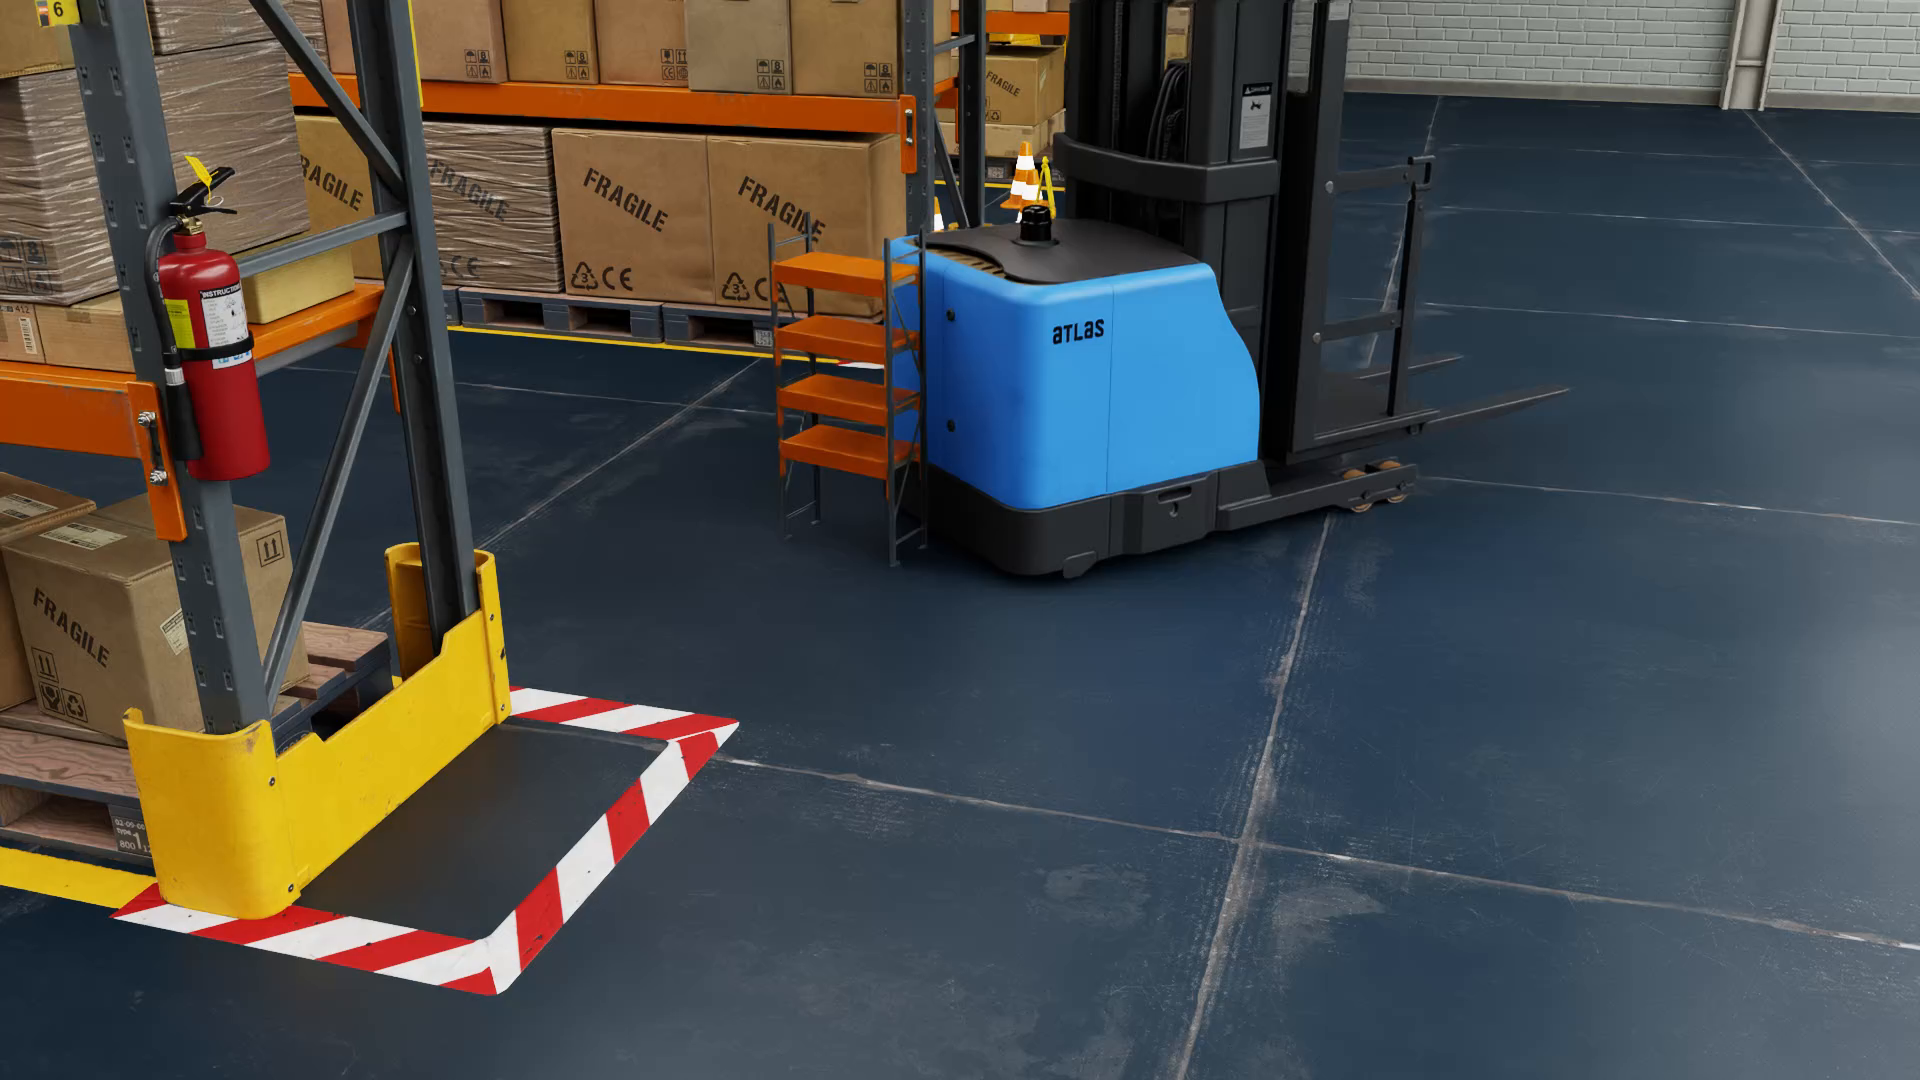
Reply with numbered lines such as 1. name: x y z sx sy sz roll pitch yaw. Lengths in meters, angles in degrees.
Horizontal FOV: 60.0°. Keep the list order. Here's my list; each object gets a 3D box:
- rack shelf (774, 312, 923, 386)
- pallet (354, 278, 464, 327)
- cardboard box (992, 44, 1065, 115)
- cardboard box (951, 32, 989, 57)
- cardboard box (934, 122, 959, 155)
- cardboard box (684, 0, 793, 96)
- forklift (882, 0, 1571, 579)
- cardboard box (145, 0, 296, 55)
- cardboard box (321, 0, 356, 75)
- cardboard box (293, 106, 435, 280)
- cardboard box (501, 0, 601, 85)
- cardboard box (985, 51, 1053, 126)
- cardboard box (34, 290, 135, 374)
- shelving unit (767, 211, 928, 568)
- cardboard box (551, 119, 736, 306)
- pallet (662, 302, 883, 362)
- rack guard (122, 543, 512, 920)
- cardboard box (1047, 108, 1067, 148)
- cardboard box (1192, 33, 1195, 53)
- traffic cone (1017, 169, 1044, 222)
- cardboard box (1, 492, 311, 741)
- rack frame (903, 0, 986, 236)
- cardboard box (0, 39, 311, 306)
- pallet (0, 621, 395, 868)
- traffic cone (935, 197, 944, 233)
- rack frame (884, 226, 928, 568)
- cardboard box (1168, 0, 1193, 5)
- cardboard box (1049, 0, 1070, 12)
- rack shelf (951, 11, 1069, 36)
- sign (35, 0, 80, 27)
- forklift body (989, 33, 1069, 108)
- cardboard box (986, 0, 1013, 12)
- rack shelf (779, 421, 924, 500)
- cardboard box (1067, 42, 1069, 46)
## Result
1. rack shelf: -0.397 -0.688 5.953 0.480 0.148 0.258 13 26 29
2. pallet: -3.190 -1.512 9.677 1.213 0.211 1.003 7 23 15
3. cardboard box: 0.552 -3.745 13.529 0.500 0.500 0.500 6 23 14
4. cardboard box: 0.054 -3.863 12.962 0.250 0.149 0.380 7 23 17
5. cardboard box: -0.078 -3.257 13.328 0.500 0.250 0.500 7 23 16
6. cardboard box: -0.967 -2.621 8.510 0.550 0.550 0.875 7 23 16
7. forklift: 1.221 -1.621 6.359 3.031 2.935 1.130 -13 26 -29
8. cardboard box: -2.043 -1.490 4.108 0.500 0.500 0.500 7 23 16
9. cardboard box: -3.005 -2.895 9.177 0.550 0.550 0.875 7 23 16
10. cardboard box: -3.313 -2.031 9.514 0.875 0.875 0.875 7 23 16
11. cardboard box: -1.986 -2.771 8.876 0.500 0.550 0.875 7 23 16
12. cardboard box: 0.425 -3.547 13.046 0.500 0.500 0.500 7 23 16
13. cardboard box: -1.928 -0.524 3.926 0.250 0.149 0.380 7 23 16
14. shelving unit: -0.397 -0.543 6.012 0.503 1.200 0.258 13 26 29
15. cardboard box: -1.577 -1.832 9.031 0.875 0.875 0.875 6 23 15
16. pallet: -0.854 -1.244 9.025 1.213 0.211 1.003 7 23 15
17. rack guard: -1.668 0.464 4.480 0.348 0.500 1.175 7 23 16
18. cardboard box: 0.575 -3.396 13.666 0.500 0.250 0.500 6 23 15
19. cardboard box: 2.307 -5.369 17.818 0.500 0.250 0.500 7 23 16
20. traffic cone: 0.488 -2.249 11.143 0.334 0.463 0.336 7 23 16
21. cardboard box: -2.188 0.204 4.562 0.500 0.500 0.500 11 25 25
22. rack frame: -0.066 -2.475 8.352 0.127 3.000 1.000 7 23 16
23. cardboard box: -2.114 -0.938 4.081 0.500 0.500 0.875 7 23 16
24. pallet: -2.436 0.496 4.783 1.213 0.211 1.003 7 23 16
25. traffic cone: -0.164 -1.876 10.233 0.334 0.463 0.336 7 23 16
26. rack frame: -0.188 -0.495 5.896 0.015 1.200 0.240 13 26 29
27. cardboard box: 2.292 -5.595 17.709 0.500 0.250 0.500 6 23 15
28. cardboard box: 0.848 -4.132 12.721 0.250 0.149 0.380 7 23 17
29. rack shelf: -0.647 -4.171 13.434 4.000 0.370 1.077 7 23 16
30. sign: -1.775 -1.167 3.219 0.005 0.325 0.100 7 23 16
31. forklift body: 0.355 -5.241 16.213 1.214 2.155 2.313 7 23 16
32. cardboard box: 0.334 -4.155 12.778 0.250 0.149 0.380 6 23 15
33. rack shelf: -0.397 -0.297 6.113 0.480 0.148 0.258 13 26 29
34. cardboard box: 1.164 -5.290 17.624 0.500 0.250 0.500 6 23 14
